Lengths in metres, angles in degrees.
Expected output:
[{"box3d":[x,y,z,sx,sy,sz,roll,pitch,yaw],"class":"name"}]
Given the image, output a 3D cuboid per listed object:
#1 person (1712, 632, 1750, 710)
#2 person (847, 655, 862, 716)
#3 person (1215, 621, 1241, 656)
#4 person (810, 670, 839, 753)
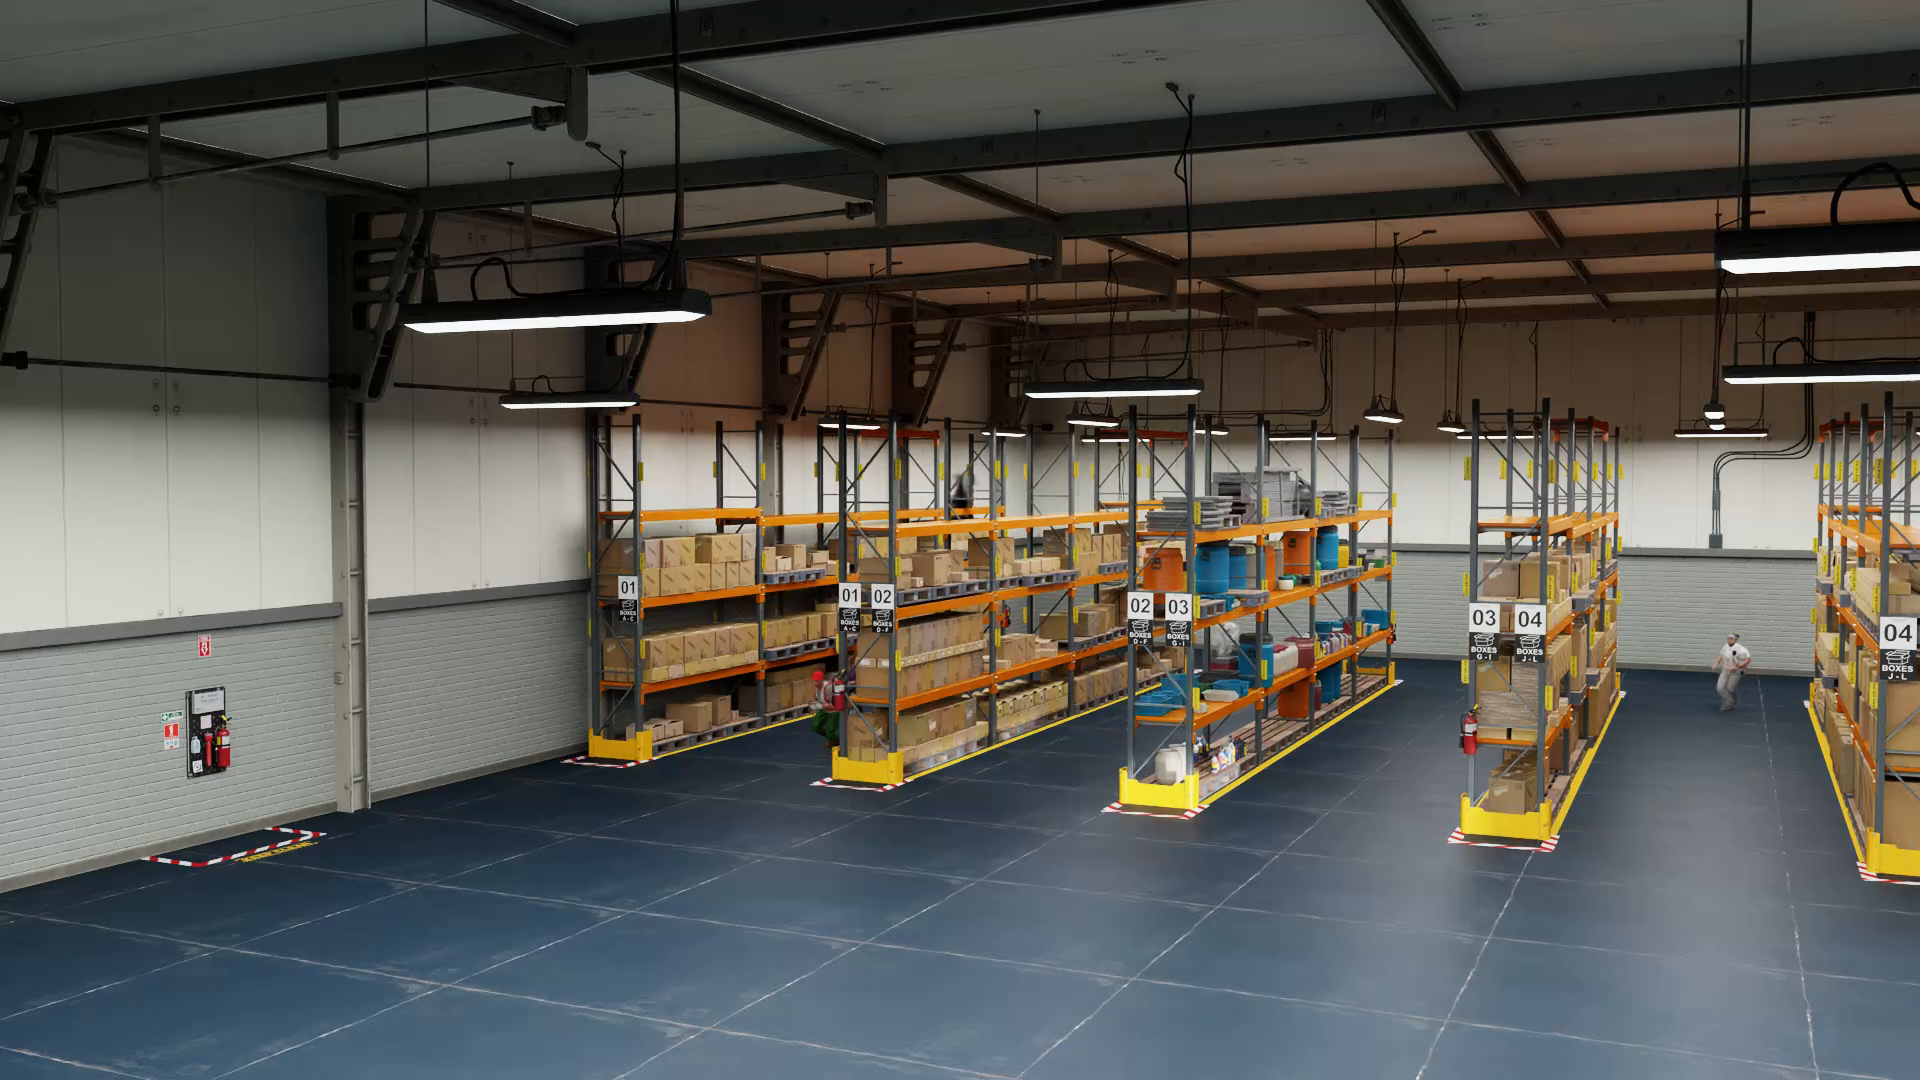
[{"box3d":[16.169,2.751,34.805,0.543,1.687,0.734,-2,3,-39],"class":"person"},{"box3d":[-2.125,2.946,33.209,0.531,1.358,0.925,1,3,26],"class":"person"},{"box3d":[6.642,2.575,41.248,0.644,1.487,0.756,0,2,11],"class":"person"},{"box3d":[-2.356,3.017,29.193,0.708,1.533,1.002,2,3,40],"class":"person"}]
